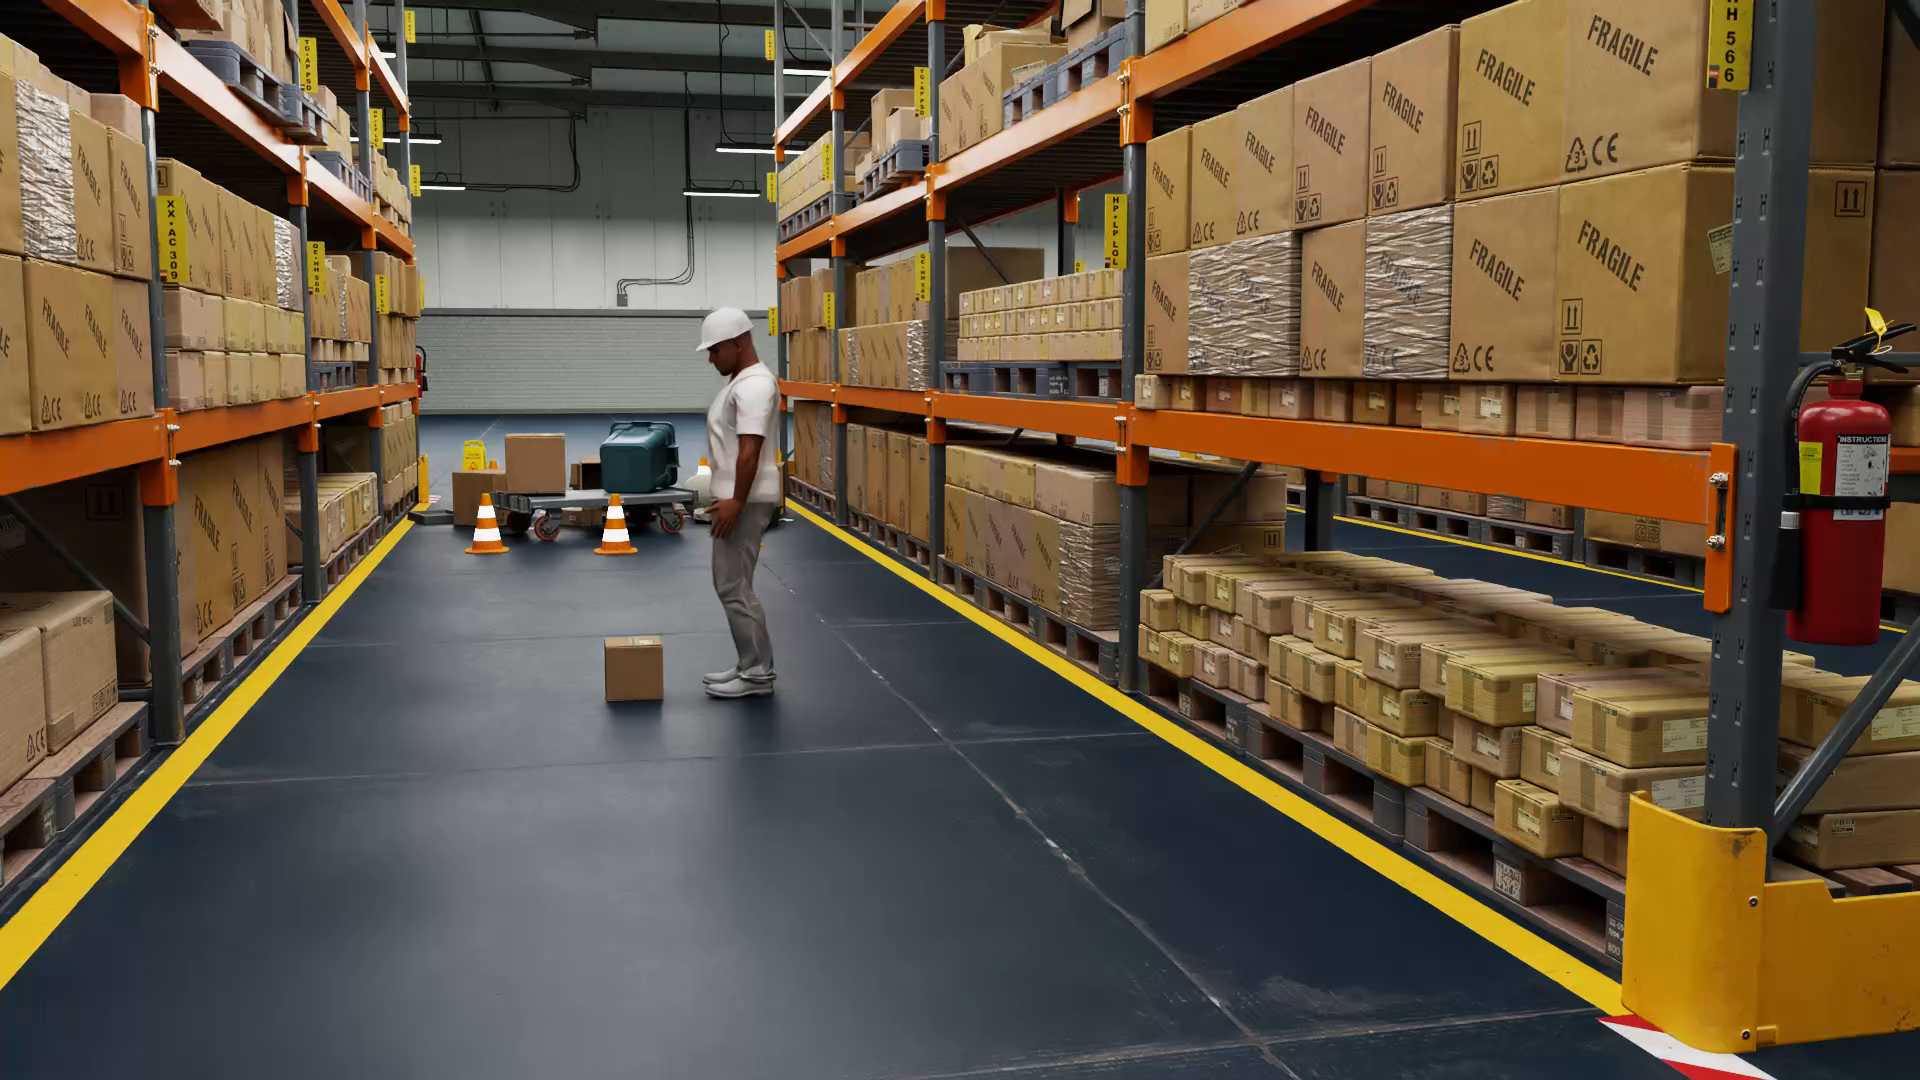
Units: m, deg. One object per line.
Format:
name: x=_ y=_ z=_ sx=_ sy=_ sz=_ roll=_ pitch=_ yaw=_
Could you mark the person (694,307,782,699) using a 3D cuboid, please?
person: x=-1.002 y=-0.174 z=7.547 sx=0.384 sy=1.751 sz=0.573 roll=-1 pitch=6 yaw=-13
